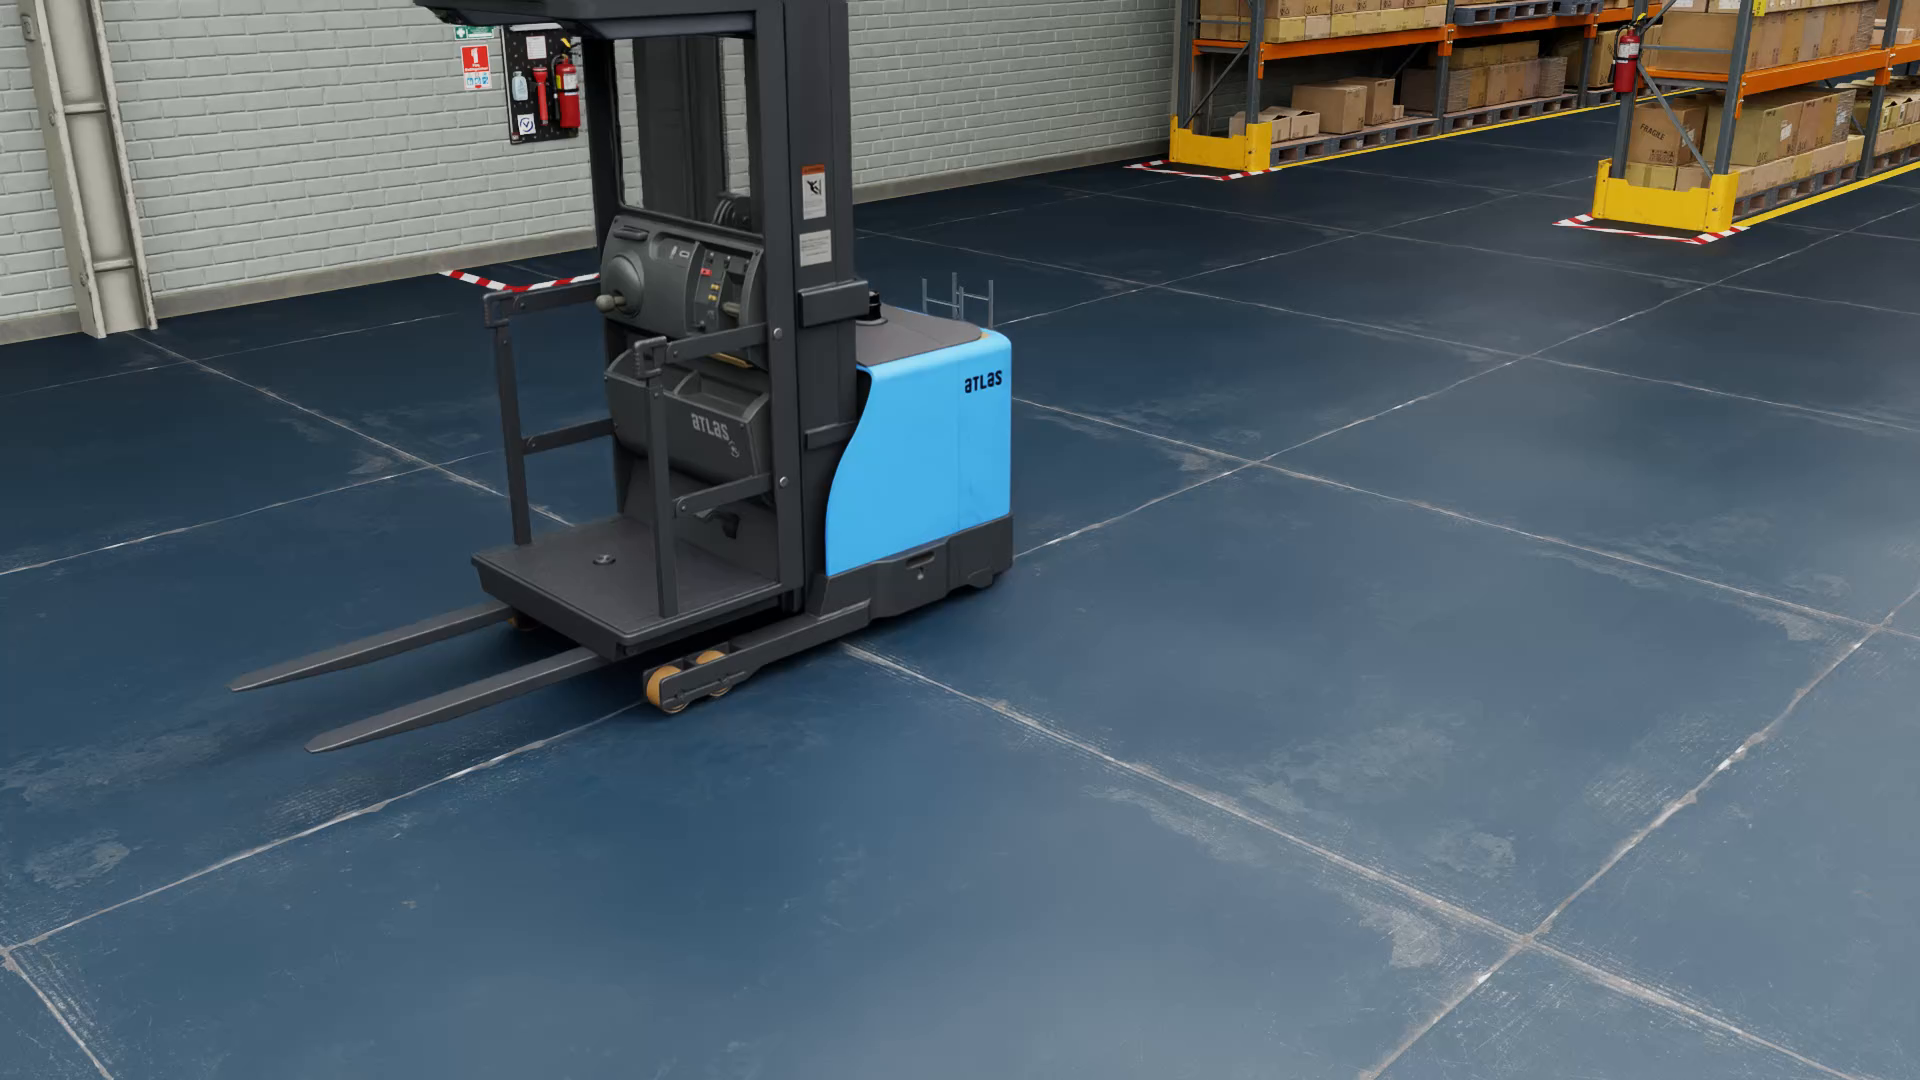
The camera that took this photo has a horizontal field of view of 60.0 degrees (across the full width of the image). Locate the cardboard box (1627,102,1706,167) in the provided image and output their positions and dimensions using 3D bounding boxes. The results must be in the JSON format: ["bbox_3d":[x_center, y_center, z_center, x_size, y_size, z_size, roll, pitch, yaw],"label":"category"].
[{"bbox_3d":[6.508,-3.754,15.363,0.500,0.500,0.500,19,28,41],"label":"cardboard box"}]

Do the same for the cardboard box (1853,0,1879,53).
[{"bbox_3d":[8.833,-5.238,16.883,0.700,0.500,0.500,18,28,39],"label":"cardboard box"}]

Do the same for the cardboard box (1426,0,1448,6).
[{"bbox_3d":[5.478,-6.637,19.796,0.500,0.500,0.500,19,28,41],"label":"cardboard box"}]

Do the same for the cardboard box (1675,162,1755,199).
[{"bbox_3d":[6.881,-3.274,15.159,0.500,0.250,0.500,19,28,41],"label":"cardboard box"}]

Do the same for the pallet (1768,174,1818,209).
[{"bbox_3d":[7.702,-3.497,16.378,1.003,0.211,1.213,19,28,41],"label":"pallet"}]

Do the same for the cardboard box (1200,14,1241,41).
[{"bbox_3d":[2.983,-5.626,18.212,0.500,0.250,0.500,-20,28,-41],"label":"cardboard box"}]

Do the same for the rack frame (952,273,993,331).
[{"bbox_3d":[0.054,-0.580,7.411,0.240,1.200,0.006,19,28,41],"label":"rack frame"}]

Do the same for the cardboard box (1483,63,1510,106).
[{"bbox_3d":[6.797,-6.045,21.991,0.700,0.500,0.500,20,28,41],"label":"cardboard box"}]

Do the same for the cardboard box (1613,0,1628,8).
[{"bbox_3d":[9.200,-7.603,23.497,0.250,0.149,0.380,-19,28,-40],"label":"cardboard box"}]

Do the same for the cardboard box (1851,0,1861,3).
[{"bbox_3d":[8.564,-5.335,16.229,0.380,0.149,0.250,19,28,41],"label":"cardboard box"}]

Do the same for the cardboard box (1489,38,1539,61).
[{"bbox_3d":[7.469,-6.634,22.479,0.500,0.250,0.500,-20,28,-41],"label":"cardboard box"}]

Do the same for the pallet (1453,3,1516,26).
[{"bbox_3d":[6.223,-6.617,20.876,1.003,0.211,1.213,19,28,41],"label":"pallet"}]

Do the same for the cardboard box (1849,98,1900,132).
[{"bbox_3d":[9.605,-4.526,17.634,0.500,0.311,0.500,19,28,41],"label":"cardboard box"}]

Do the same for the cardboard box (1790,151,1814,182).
[{"bbox_3d":[7.928,-3.659,16.161,0.500,0.250,0.500,19,28,41],"label":"cardboard box"}]

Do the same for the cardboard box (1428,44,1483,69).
[{"bbox_3d":[6.392,-6.242,21.460,0.500,0.250,0.500,19,28,40],"label":"cardboard box"}]

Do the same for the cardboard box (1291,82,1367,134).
[{"bbox_3d":[4.288,-5.035,19.363,0.700,0.500,0.500,17,27,37],"label":"cardboard box"}]

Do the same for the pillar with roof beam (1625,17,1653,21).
[{"bbox_3d":[14.120,-10.722,22.927,9.100,9.000,0.400,19,28,41],"label":"pillar with roof beam"}]

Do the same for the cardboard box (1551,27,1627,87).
[{"bbox_3d":[8.983,-6.923,23.817,0.750,0.750,0.750,19,28,40],"label":"cardboard box"}]

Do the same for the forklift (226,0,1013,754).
[{"bbox_3d":[-1.182,-0.957,5.978,3.031,2.935,1.130,-19,28,-41],"label":"forklift"}]

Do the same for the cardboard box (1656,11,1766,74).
[{"bbox_3d":[6.682,-4.443,14.813,0.700,0.500,0.500,19,28,41],"label":"cardboard box"}]

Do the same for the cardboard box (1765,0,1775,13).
[{"bbox_3d":[6.958,-4.744,14.693,0.380,0.149,0.250,18,28,39],"label":"cardboard box"}]

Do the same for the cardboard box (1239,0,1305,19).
[{"bbox_3d":[3.344,-5.855,17.762,0.500,0.500,0.500,19,28,41],"label":"cardboard box"}]

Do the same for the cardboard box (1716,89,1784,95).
[{"bbox_3d":[7.893,-4.272,16.710,0.500,0.500,0.500,19,28,41],"label":"cardboard box"}]

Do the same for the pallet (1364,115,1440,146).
[{"bbox_3d":[5.143,-5.063,20.453,1.003,0.211,1.213,19,28,41],"label":"pallet"}]

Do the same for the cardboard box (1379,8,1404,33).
[{"bbox_3d":[4.779,-6.029,19.260,0.500,0.250,0.500,19,28,40],"label":"cardboard box"}]

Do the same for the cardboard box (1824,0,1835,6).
[{"bbox_3d":[8.032,-5.138,15.719,0.250,0.149,0.380,-19,28,-40],"label":"cardboard box"}]

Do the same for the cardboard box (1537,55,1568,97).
[{"bbox_3d":[7.912,-6.415,22.954,0.500,0.500,0.700,-20,29,-41],"label":"cardboard box"}]

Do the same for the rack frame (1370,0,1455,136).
[{"bbox_3d":[5.586,-6.546,20.425,1.000,3.000,0.127,19,28,41],"label":"rack frame"}]

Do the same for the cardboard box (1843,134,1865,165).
[{"bbox_3d":[8.971,-4.046,17.168,0.500,0.250,0.500,19,28,41],"label":"cardboard box"}]

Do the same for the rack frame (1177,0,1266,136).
[{"bbox_3d":[2.796,-5.518,17.750,1.000,3.000,0.127,19,28,41],"label":"rack frame"}]

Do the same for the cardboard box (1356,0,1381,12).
[{"bbox_3d":[4.412,-6.246,18.781,0.500,0.500,0.500,-19,28,-40],"label":"cardboard box"}]

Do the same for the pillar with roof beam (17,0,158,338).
[{"bbox_3d":[-2.623,-4.553,6.877,9.100,9.000,0.400,19,28,41],"label":"pillar with roof beam"}]

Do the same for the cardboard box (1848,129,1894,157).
[{"bbox_3d":[9.597,-4.262,17.728,0.500,0.250,0.500,18,28,39],"label":"cardboard box"}]

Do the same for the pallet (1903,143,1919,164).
[{"bbox_3d":[10.475,-4.520,19.040,1.003,0.211,1.213,19,28,41],"label":"pallet"}]

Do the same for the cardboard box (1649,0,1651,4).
[{"bbox_3d":[9.834,-7.890,24.244,0.380,0.149,0.250,19,28,41],"label":"cardboard box"}]

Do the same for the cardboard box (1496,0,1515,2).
[{"bbox_3d":[6.797,-7.240,21.476,0.500,0.500,0.700,-16,26,-35],"label":"cardboard box"}]

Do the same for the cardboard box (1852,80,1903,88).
[{"bbox_3d":[10.635,-5.181,19.339,0.500,0.311,0.500,18,28,39],"label":"cardboard box"}]

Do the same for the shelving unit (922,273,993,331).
[{"bbox_3d":[-0.010,-0.556,7.350,0.258,1.200,0.189,19,28,41],"label":"shelving unit"}]

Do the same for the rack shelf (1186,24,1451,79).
[{"bbox_3d":[4.191,-5.696,19.217,1.077,0.370,4.000,19,28,41],"label":"rack shelf"}]

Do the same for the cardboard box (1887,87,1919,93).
[{"bbox_3d":[10.676,-4.921,18.663,0.500,0.311,0.500,-19,28,-41],"label":"cardboard box"}]

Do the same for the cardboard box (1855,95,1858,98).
[{"bbox_3d":[9.573,-4.793,18.329,0.500,0.311,0.500,-19,28,-41],"label":"cardboard box"}]

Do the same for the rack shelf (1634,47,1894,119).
[{"bbox_3d":[7.743,-4.458,15.994,1.077,0.370,4.000,19,28,41],"label":"rack shelf"}]

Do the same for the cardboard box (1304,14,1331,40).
[{"bbox_3d":[3.716,-5.640,18.250,0.500,0.250,0.500,18,28,39],"label":"cardboard box"}]

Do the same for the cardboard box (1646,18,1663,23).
[{"bbox_3d":[10.807,-7.596,25.566,0.750,0.750,0.750,20,28,41],"label":"cardboard box"}]

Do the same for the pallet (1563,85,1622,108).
[{"bbox_3d":[8.980,-6.457,24.079,1.003,0.211,1.213,19,28,41],"label":"pallet"}]

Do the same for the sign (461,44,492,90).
[{"bbox_3d":[-3.732,-3.647,12.832,0.001,0.329,0.234,19,28,41],"label":"sign"}]

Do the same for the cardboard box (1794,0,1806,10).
[{"bbox_3d":[7.494,-4.941,15.206,0.380,0.149,0.250,18,27,39],"label":"cardboard box"}]

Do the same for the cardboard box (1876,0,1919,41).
[{"bbox_3d":[10.053,-5.683,18.039,0.500,0.500,0.500,-18,27,-38],"label":"cardboard box"}]

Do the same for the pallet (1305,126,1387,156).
[{"bbox_3d":[4.292,-4.748,19.633,1.003,0.211,1.213,19,28,41],"label":"pallet"}]

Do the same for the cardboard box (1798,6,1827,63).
[{"bbox_3d":[7.760,-4.841,15.850,0.500,0.500,0.700,-19,28,-40],"label":"cardboard box"}]

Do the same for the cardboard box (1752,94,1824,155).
[{"bbox_3d":[7.929,-4.009,16.026,0.500,0.500,0.500,19,28,41],"label":"cardboard box"}]
